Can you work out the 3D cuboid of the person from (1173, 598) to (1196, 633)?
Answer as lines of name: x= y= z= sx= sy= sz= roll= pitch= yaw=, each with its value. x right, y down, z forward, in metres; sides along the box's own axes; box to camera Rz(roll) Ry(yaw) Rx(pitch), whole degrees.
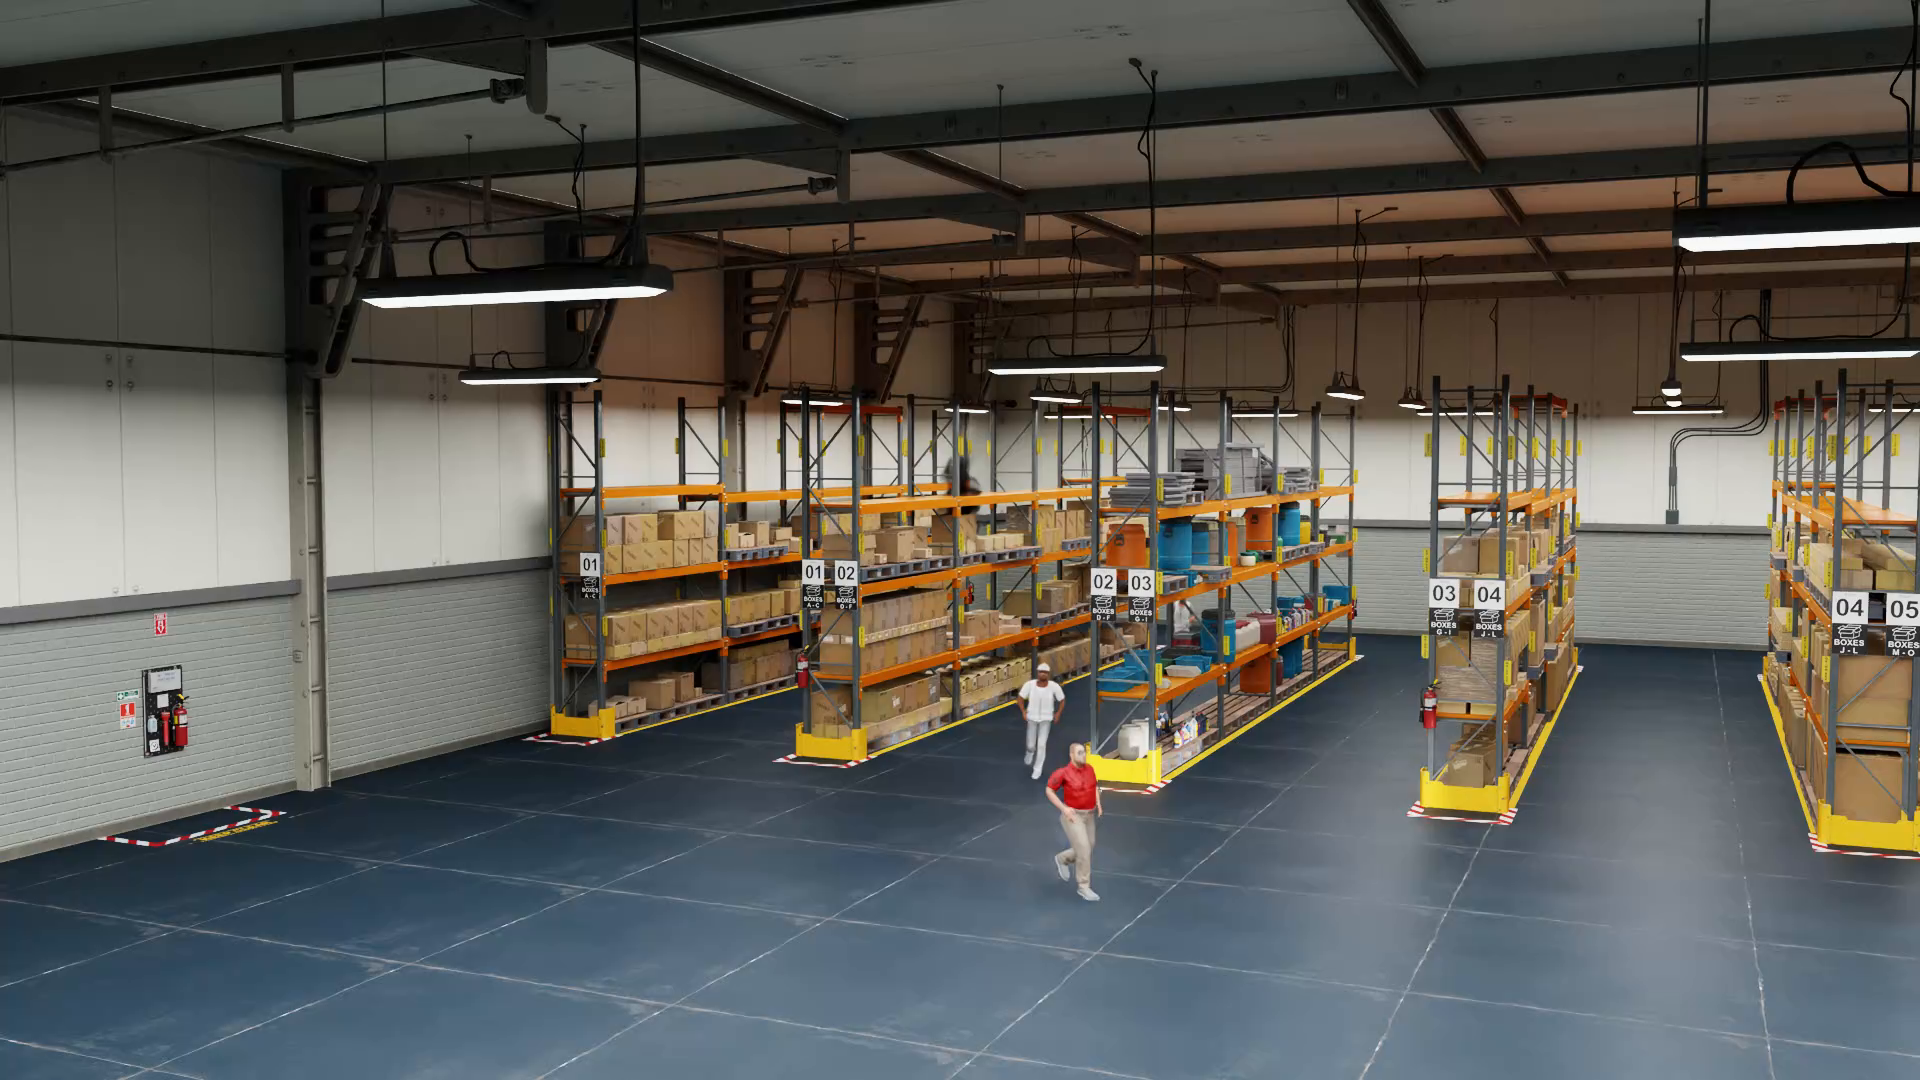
person: x=5.090 y=2.017 z=38.325 sx=0.662 sy=1.736 sz=0.627 roll=1 pitch=3 yaw=15

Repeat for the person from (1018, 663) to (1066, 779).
person: x=1.252 y=2.756 z=25.477 sx=0.741 sy=1.765 sz=0.679 roll=0 pitch=3 yaw=3

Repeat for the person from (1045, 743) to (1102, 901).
person: x=1.287 y=3.122 z=18.651 sx=0.676 sy=1.711 sz=0.810 roll=-3 pitch=4 yaw=-40
